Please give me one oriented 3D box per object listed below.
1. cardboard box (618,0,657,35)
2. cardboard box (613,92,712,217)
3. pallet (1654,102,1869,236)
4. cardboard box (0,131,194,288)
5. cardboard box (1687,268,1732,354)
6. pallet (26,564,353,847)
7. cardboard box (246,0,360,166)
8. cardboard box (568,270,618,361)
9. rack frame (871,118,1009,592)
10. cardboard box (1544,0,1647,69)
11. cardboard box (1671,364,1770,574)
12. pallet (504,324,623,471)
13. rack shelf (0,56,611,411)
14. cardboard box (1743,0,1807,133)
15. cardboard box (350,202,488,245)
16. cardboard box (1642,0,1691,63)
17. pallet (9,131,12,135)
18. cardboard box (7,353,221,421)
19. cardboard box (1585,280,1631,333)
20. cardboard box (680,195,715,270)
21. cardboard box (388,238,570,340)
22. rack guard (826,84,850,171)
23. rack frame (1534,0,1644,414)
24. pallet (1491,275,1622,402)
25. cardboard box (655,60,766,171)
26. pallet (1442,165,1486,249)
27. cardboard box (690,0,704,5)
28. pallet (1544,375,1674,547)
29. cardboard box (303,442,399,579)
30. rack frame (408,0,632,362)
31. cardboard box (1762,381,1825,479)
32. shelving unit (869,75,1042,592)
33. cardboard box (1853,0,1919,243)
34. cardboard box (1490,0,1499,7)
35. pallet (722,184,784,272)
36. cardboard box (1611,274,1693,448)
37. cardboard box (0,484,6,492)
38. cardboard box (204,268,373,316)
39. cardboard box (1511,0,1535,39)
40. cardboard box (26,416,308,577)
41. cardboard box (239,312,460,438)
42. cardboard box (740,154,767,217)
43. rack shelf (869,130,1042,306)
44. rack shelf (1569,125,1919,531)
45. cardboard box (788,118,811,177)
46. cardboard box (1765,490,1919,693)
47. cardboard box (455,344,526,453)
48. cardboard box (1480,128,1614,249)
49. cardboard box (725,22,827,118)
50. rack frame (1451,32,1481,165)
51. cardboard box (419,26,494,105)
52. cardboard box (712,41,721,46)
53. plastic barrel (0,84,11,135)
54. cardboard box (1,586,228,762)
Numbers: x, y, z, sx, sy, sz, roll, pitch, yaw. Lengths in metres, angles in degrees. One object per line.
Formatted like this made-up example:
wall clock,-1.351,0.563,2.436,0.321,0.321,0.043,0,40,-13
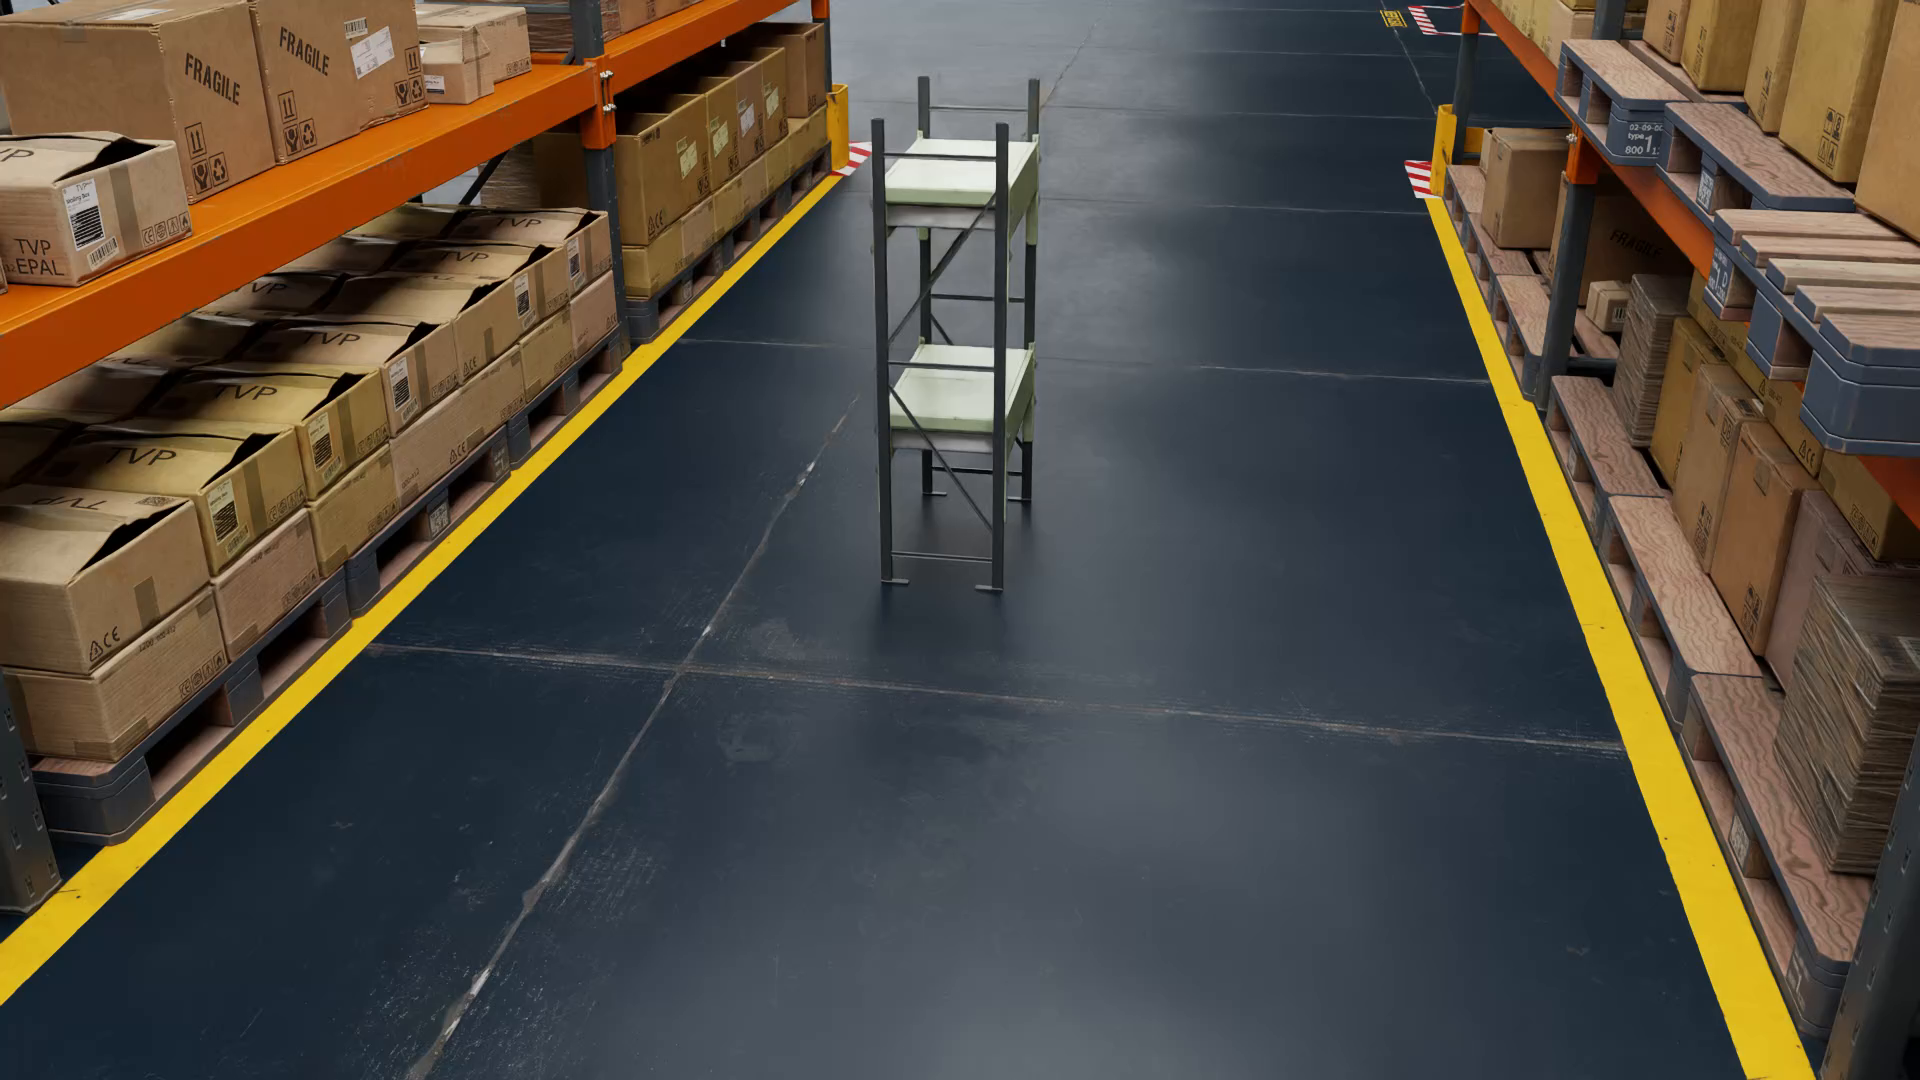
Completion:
cardboard box,-1.850,-2.666,7.790,0.700,0.500,0.500,4,25,8
cardboard box,-1.538,-1.880,8.092,0.500,0.500,0.500,4,25,9
pallet,2.521,-0.943,4.453,1.003,0.211,1.213,4,25,9
cardboard box,-2.313,-0.861,4.157,0.500,0.311,0.500,4,25,8
cardboard box,2.719,-0.786,5.435,0.500,0.250,0.500,3,25,7
pallet,-2.477,0.380,4.688,1.003,0.211,1.213,4,25,9
cardboard box,-2.306,-1.509,5.318,0.500,0.500,0.500,4,25,9
cardboard box,-1.778,-0.965,7.022,0.500,0.250,0.500,4,25,8
rack frame,-0.059,-0.529,5.111,0.400,1.500,0.023,4,25,9
cardboard box,2.670,-2.032,6.707,0.500,0.250,0.500,4,25,9
cardboard box,2.629,-0.200,5.069,0.700,0.500,0.500,4,25,9
pallet,-2.078,-0.640,6.868,1.003,0.211,1.213,4,25,9
rack shelf,-2.323,-1.052,5.307,1.077,0.370,4.000,4,25,9
cardboard box,2.599,-1.395,4.556,0.700,0.500,0.500,8,26,16
cardboard box,-2.310,-1.257,6.984,0.500,0.311,0.500,4,25,9
cardboard box,2.774,-1.906,5.647,0.700,0.500,0.500,4,25,9
pallet,-6.333,-2.594,11.043,1.003,0.211,1.213,4,25,9
cardboard box,-2.644,-0.405,5.163,0.500,0.311,0.500,4,25,8
cardboard box,2.949,-1.014,7.201,0.380,0.166,0.250,1,25,2
cardboard box,-1.535,-1.540,8.251,0.500,0.250,0.500,4,25,9
cardboard box,-1.859,-1.005,6.446,0.500,0.311,0.500,5,25,10
rack guard,-1.339,-2.765,11.067,1.175,0.500,0.348,4,25,9
rack frame,2.891,-1.872,6.211,1.000,3.000,0.127,4,25,9
pallet,2.966,-0.893,7.408,1.003,0.211,1.213,4,25,9
cardboard box,-1.369,-2.298,8.985,0.500,0.500,0.500,4,25,9
pallet,3.365,-1.913,9.588,1.003,0.211,1.213,4,25,9
cardboard box,-1.682,-3.090,8.695,0.700,0.500,0.500,5,26,10
pallet,2.765,-0.284,6.107,1.003,0.211,1.213,4,25,9
cardboard box,-2.115,-0.113,5.200,0.500,0.250,0.500,3,25,7
rack frame,-1.996,-2.214,6.941,1.000,3.000,0.127,4,25,9
cardboard box,2.538,-0.360,4.526,0.500,0.250,0.500,4,25,8
shelving unit,0.001,-0.682,5.438,0.431,1.500,0.755,4,25,9
cardboard box,2.369,-0.877,3.448,0.700,0.500,0.500,2,25,4
cardboard box,2.992,-2.873,8.504,0.500,0.250,0.500,4,25,8
pallet,-1.628,-1.792,9.330,1.003,0.211,1.213,4,25,9
cardboard box,2.787,-0.630,5.988,0.700,0.500,0.500,5,26,10
cardboard box,-2.807,0.024,4.247,0.500,0.311,0.500,5,25,10
cardboard box,-2.480,-0.832,6.075,0.500,0.311,0.500,3,25,7
cardboard box,2.826,-2.452,7.603,0.500,0.250,0.500,4,25,8
cardboard box,-2.197,-0.159,4.637,0.500,0.311,0.500,3,25,7
cardboard box,-2.028,-0.587,5.552,0.500,0.311,0.500,4,25,8
cardboard box,-1.372,-1.959,9.144,0.500,0.250,0.500,4,25,9
rack shelf,0.001,-1.036,5.273,0.431,0.370,0.720,4,25,9
rack shelf,2.564,-0.710,4.577,1.077,0.370,4.000,4,25,9
cardboard box,-1.209,-2.377,10.038,0.500,0.250,0.500,4,25,9
cardboard box,2.503,0.221,4.168,0.700,0.500,0.500,4,25,8
cardboard box,-1.946,-0.540,6.113,0.500,0.250,0.500,5,25,10
cardboard box,3.081,-1.787,8.460,0.700,0.500,0.500,2,25,5
cardboard box,-1.137,-2.926,10.327,0.500,0.500,0.500,4,25,9
rack frame,3.545,-3.545,9.786,1.000,3.000,0.127,4,25,9
cardboard box,-1.959,-1.773,6.157,0.396,0.266,0.258,3,25,7
cardboard box,-1.730,-2.753,9.957,0.500,0.500,0.500,4,25,9
plastic barrel,-6.343,-2.805,10.643,0.421,0.512,0.421,0,25,0
cardboard box,-2.275,0.316,4.286,0.500,0.250,0.500,4,25,8
